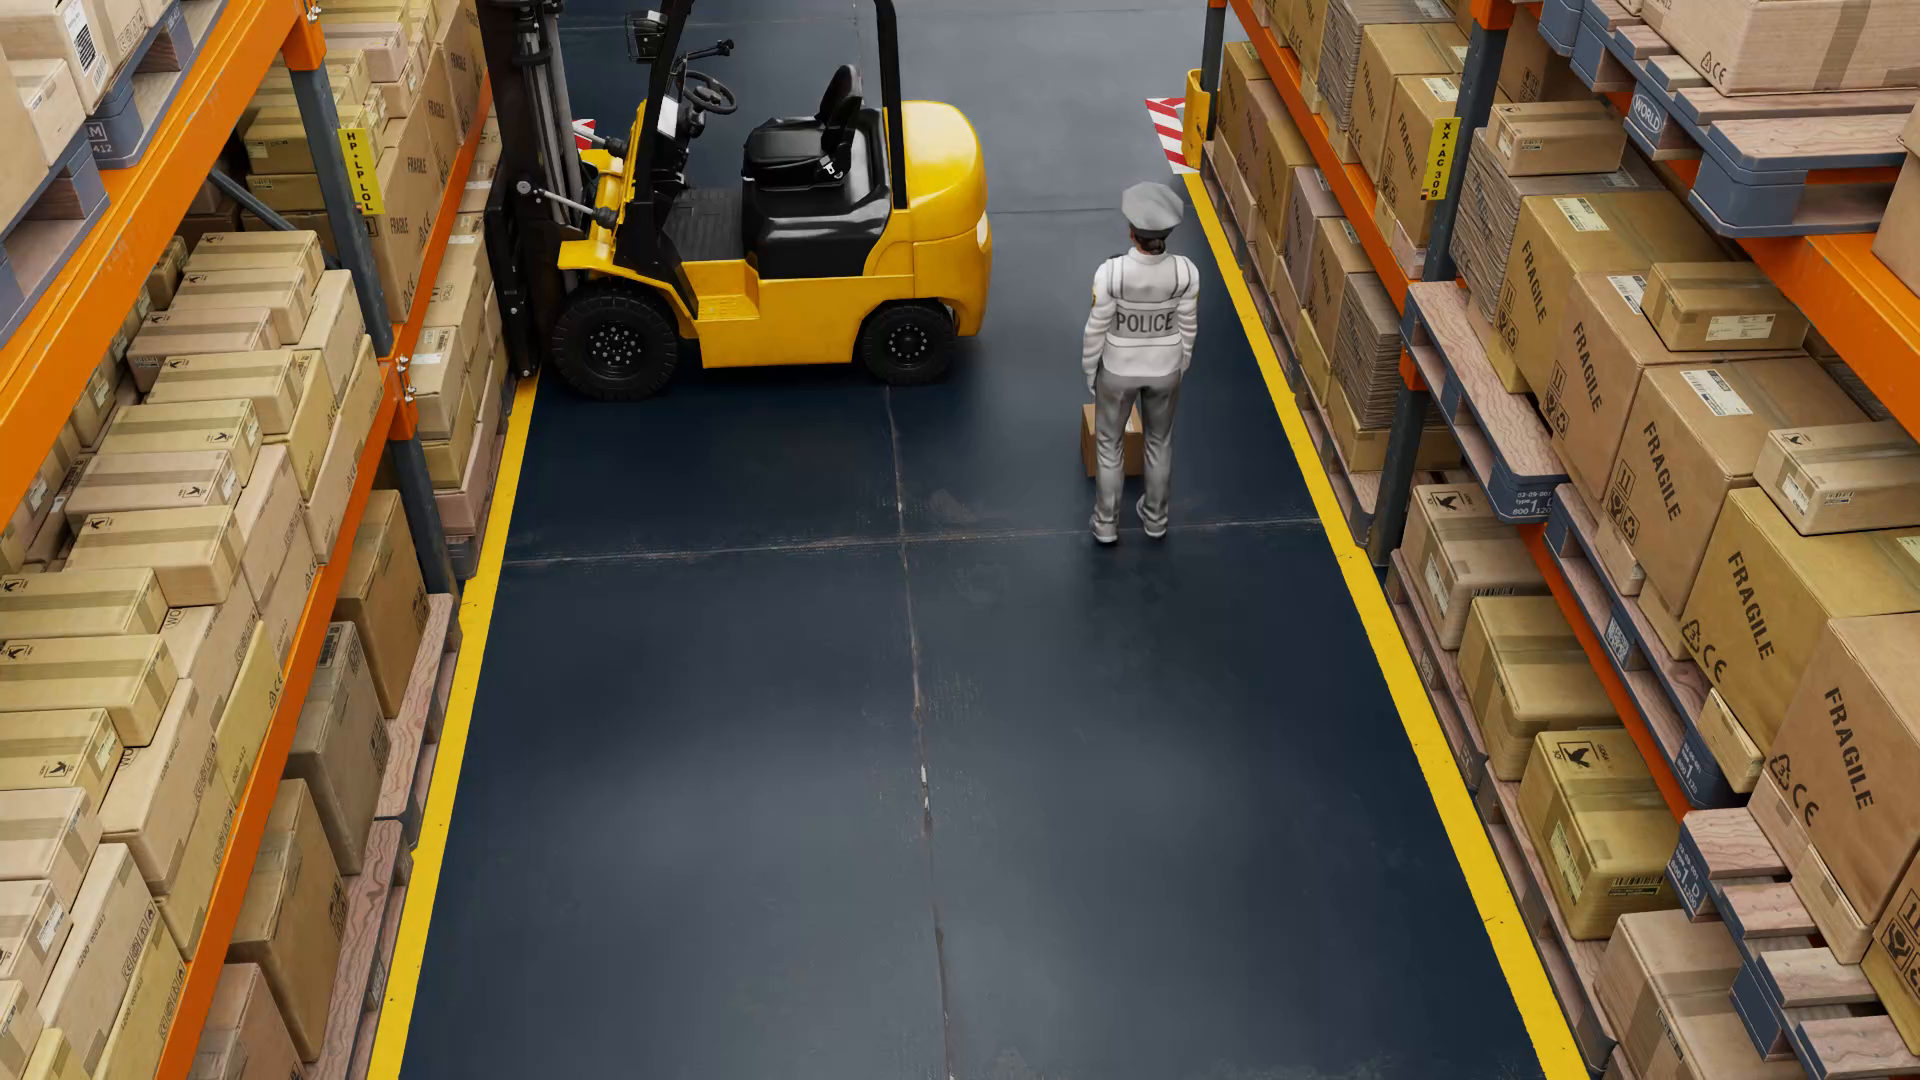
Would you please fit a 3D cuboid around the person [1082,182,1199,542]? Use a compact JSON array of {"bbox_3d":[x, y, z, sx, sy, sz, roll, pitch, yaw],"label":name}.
[{"bbox_3d":[0.744,-0.707,7.039,0.466,1.723,0.343,-2,39,-3],"label":"person"}]
